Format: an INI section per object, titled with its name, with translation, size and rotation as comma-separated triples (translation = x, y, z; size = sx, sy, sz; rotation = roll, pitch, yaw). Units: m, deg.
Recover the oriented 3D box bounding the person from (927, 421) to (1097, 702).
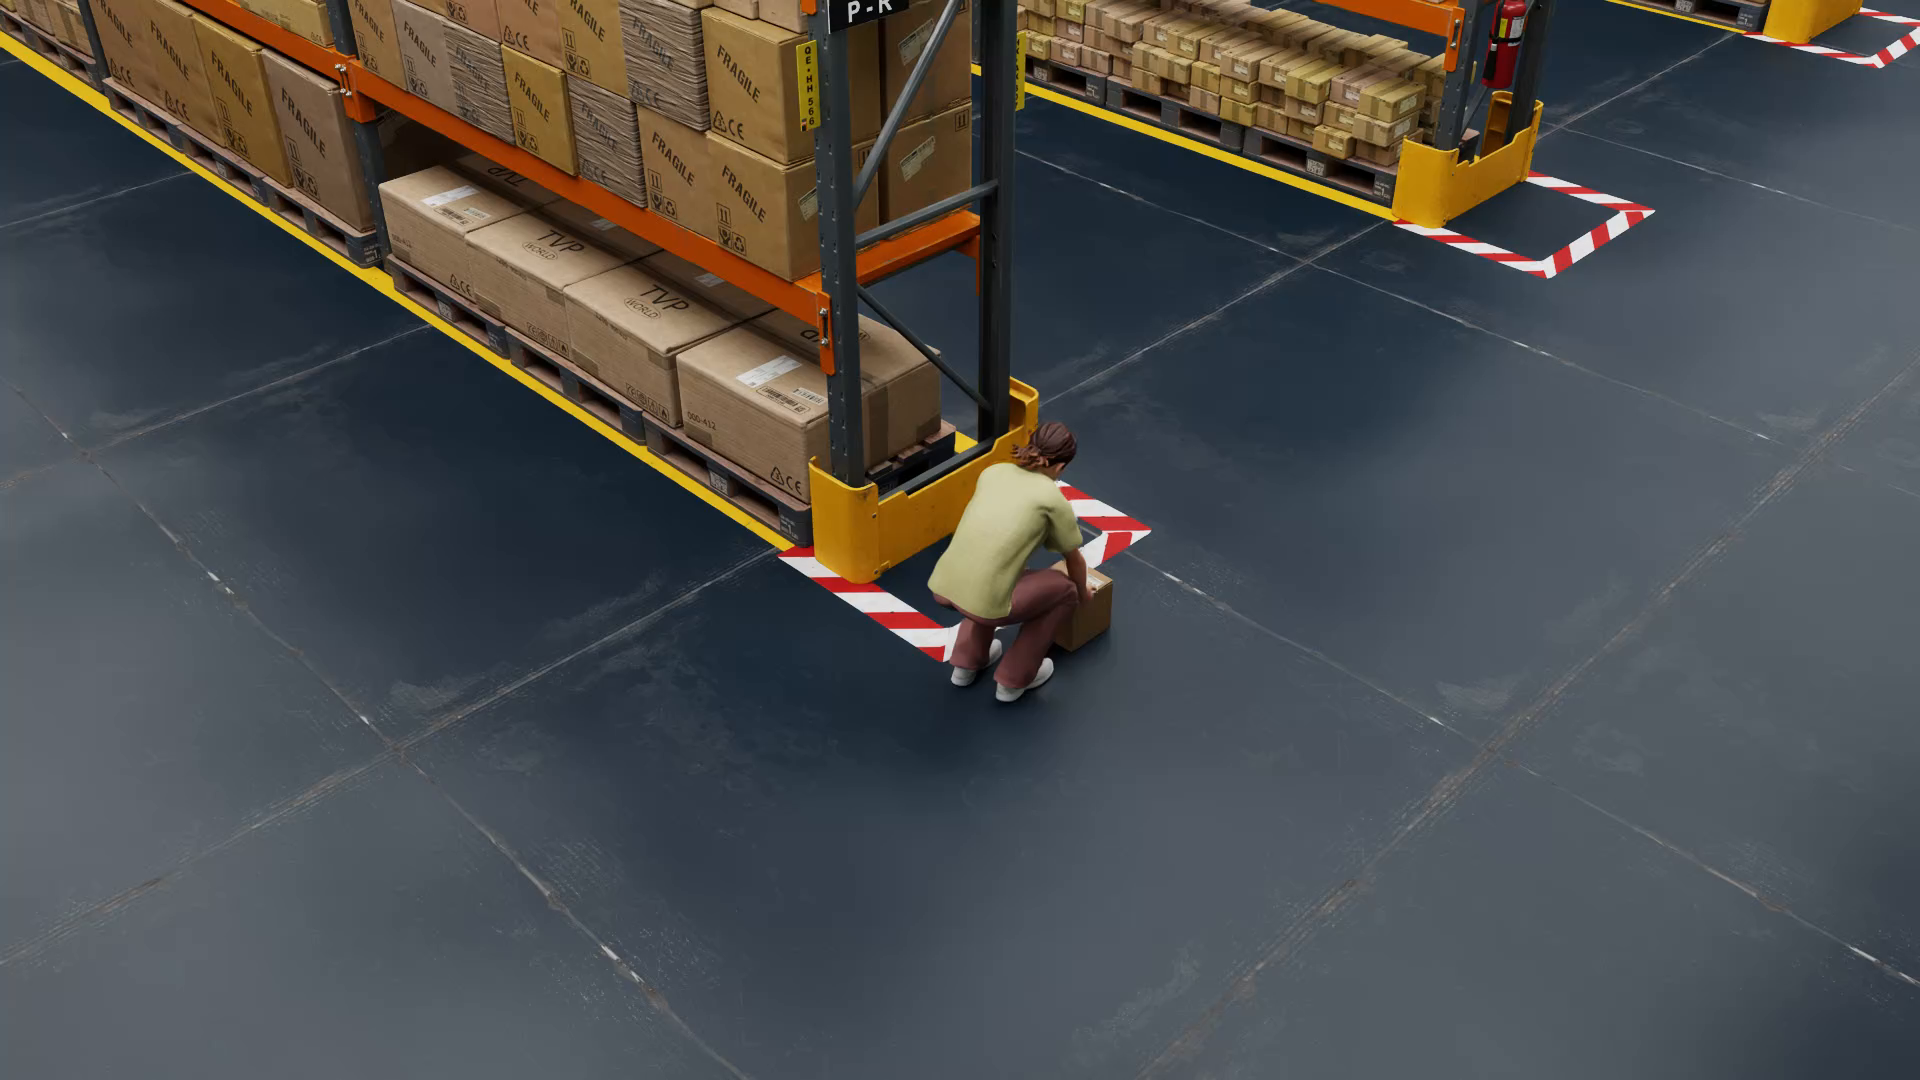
[person]
translation = 0.189, 0.100, 6.571
size = 0.491, 1.023, 0.777
rotation = 28, 44, 33
